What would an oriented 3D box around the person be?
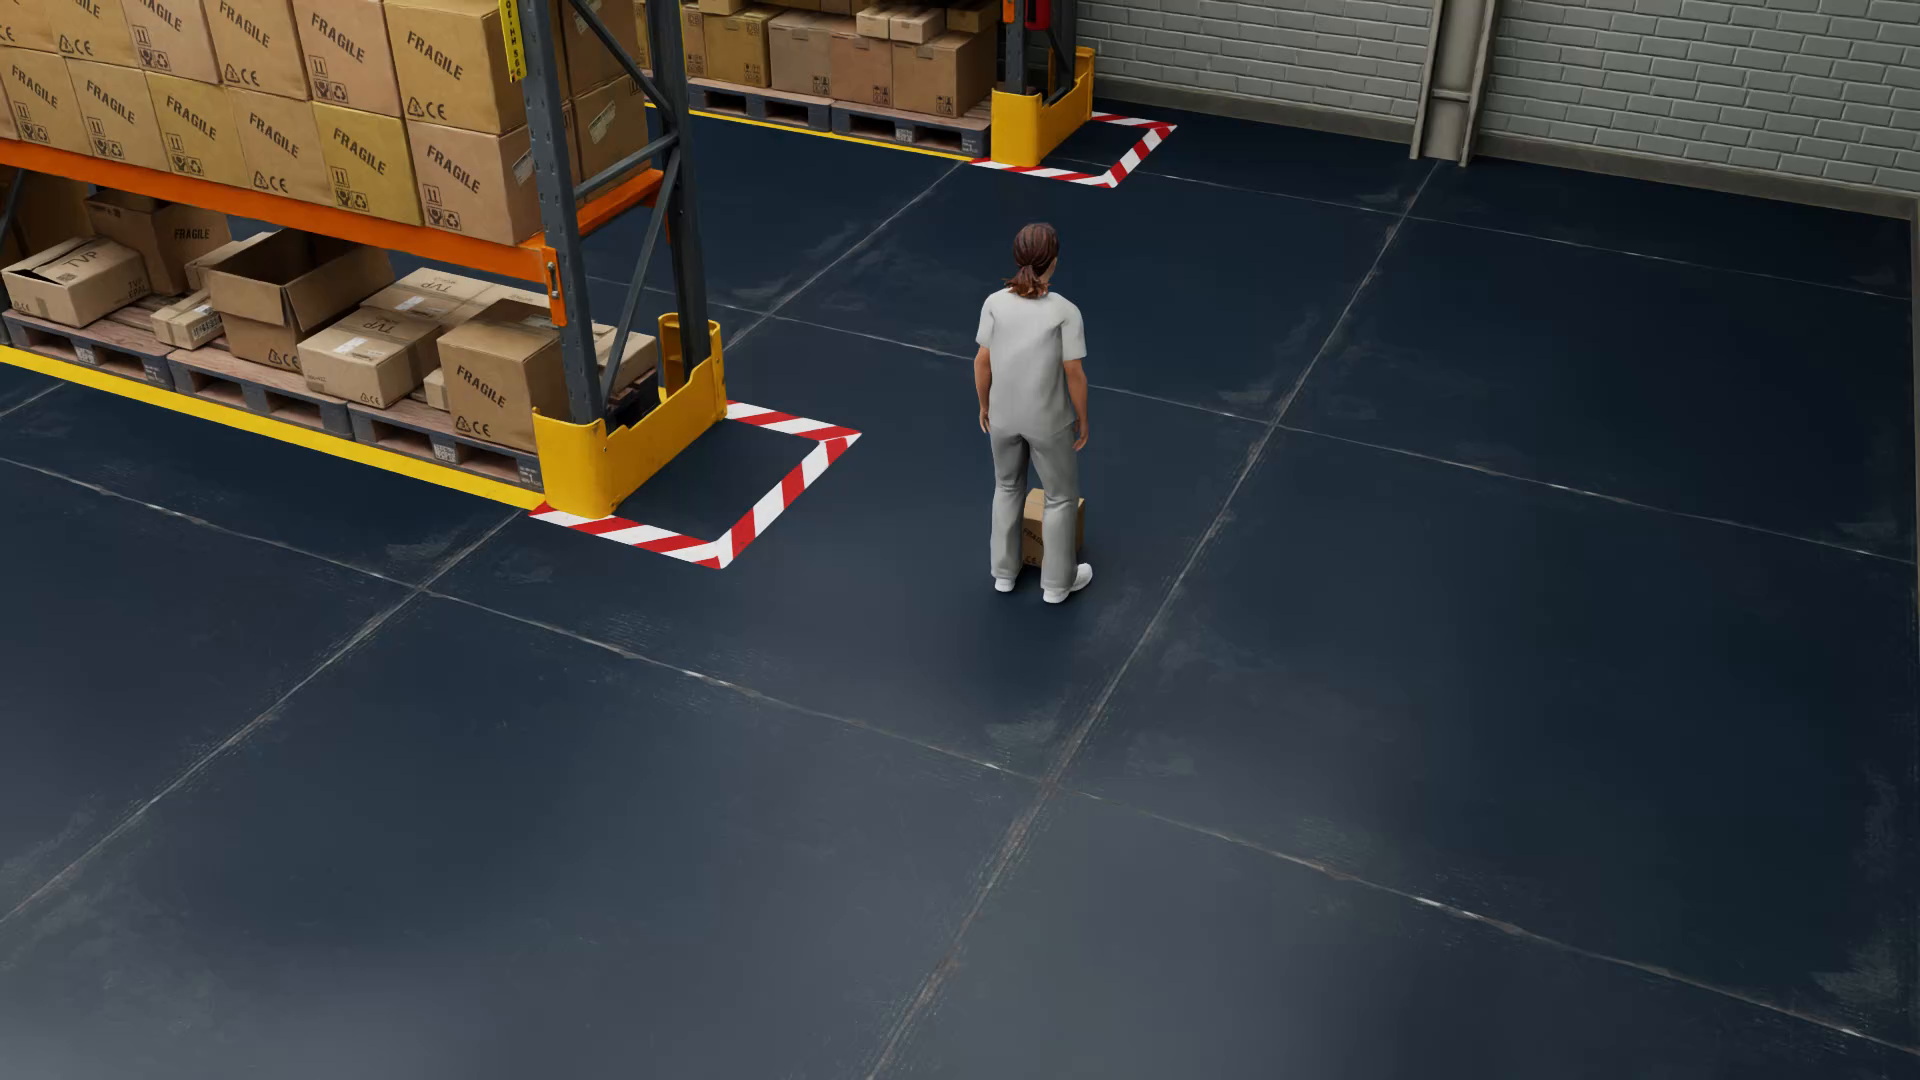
[{"bbox_3d":[0.307,-0.497,6.905,0.499,1.650,0.362,13,36,18],"label":"person"}]
